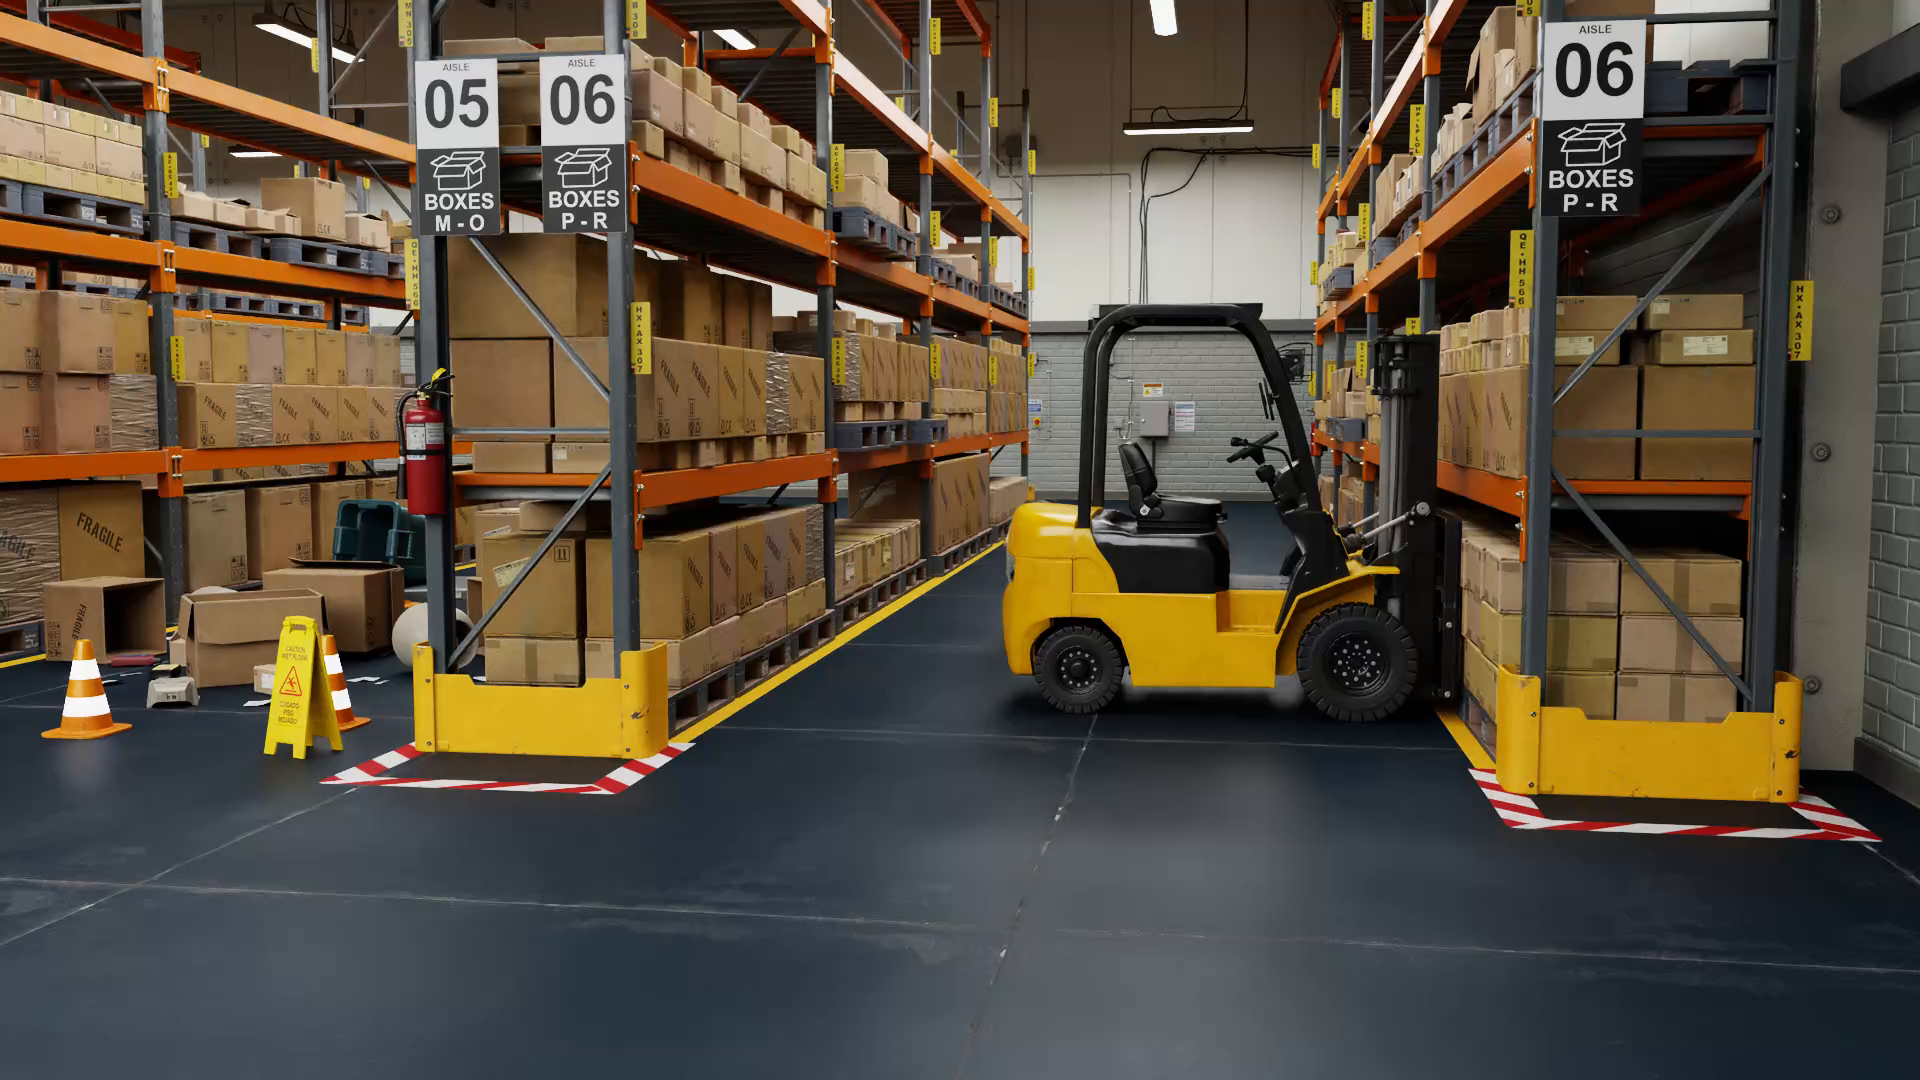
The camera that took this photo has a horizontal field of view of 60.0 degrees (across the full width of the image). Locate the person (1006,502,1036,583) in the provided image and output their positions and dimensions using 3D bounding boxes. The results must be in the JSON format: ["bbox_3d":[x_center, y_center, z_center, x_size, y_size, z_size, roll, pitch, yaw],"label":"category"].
[{"bbox_3d":[0.553,0.218,11.715,0.491,0.946,0.850,1,5,8],"label":"person"}]
